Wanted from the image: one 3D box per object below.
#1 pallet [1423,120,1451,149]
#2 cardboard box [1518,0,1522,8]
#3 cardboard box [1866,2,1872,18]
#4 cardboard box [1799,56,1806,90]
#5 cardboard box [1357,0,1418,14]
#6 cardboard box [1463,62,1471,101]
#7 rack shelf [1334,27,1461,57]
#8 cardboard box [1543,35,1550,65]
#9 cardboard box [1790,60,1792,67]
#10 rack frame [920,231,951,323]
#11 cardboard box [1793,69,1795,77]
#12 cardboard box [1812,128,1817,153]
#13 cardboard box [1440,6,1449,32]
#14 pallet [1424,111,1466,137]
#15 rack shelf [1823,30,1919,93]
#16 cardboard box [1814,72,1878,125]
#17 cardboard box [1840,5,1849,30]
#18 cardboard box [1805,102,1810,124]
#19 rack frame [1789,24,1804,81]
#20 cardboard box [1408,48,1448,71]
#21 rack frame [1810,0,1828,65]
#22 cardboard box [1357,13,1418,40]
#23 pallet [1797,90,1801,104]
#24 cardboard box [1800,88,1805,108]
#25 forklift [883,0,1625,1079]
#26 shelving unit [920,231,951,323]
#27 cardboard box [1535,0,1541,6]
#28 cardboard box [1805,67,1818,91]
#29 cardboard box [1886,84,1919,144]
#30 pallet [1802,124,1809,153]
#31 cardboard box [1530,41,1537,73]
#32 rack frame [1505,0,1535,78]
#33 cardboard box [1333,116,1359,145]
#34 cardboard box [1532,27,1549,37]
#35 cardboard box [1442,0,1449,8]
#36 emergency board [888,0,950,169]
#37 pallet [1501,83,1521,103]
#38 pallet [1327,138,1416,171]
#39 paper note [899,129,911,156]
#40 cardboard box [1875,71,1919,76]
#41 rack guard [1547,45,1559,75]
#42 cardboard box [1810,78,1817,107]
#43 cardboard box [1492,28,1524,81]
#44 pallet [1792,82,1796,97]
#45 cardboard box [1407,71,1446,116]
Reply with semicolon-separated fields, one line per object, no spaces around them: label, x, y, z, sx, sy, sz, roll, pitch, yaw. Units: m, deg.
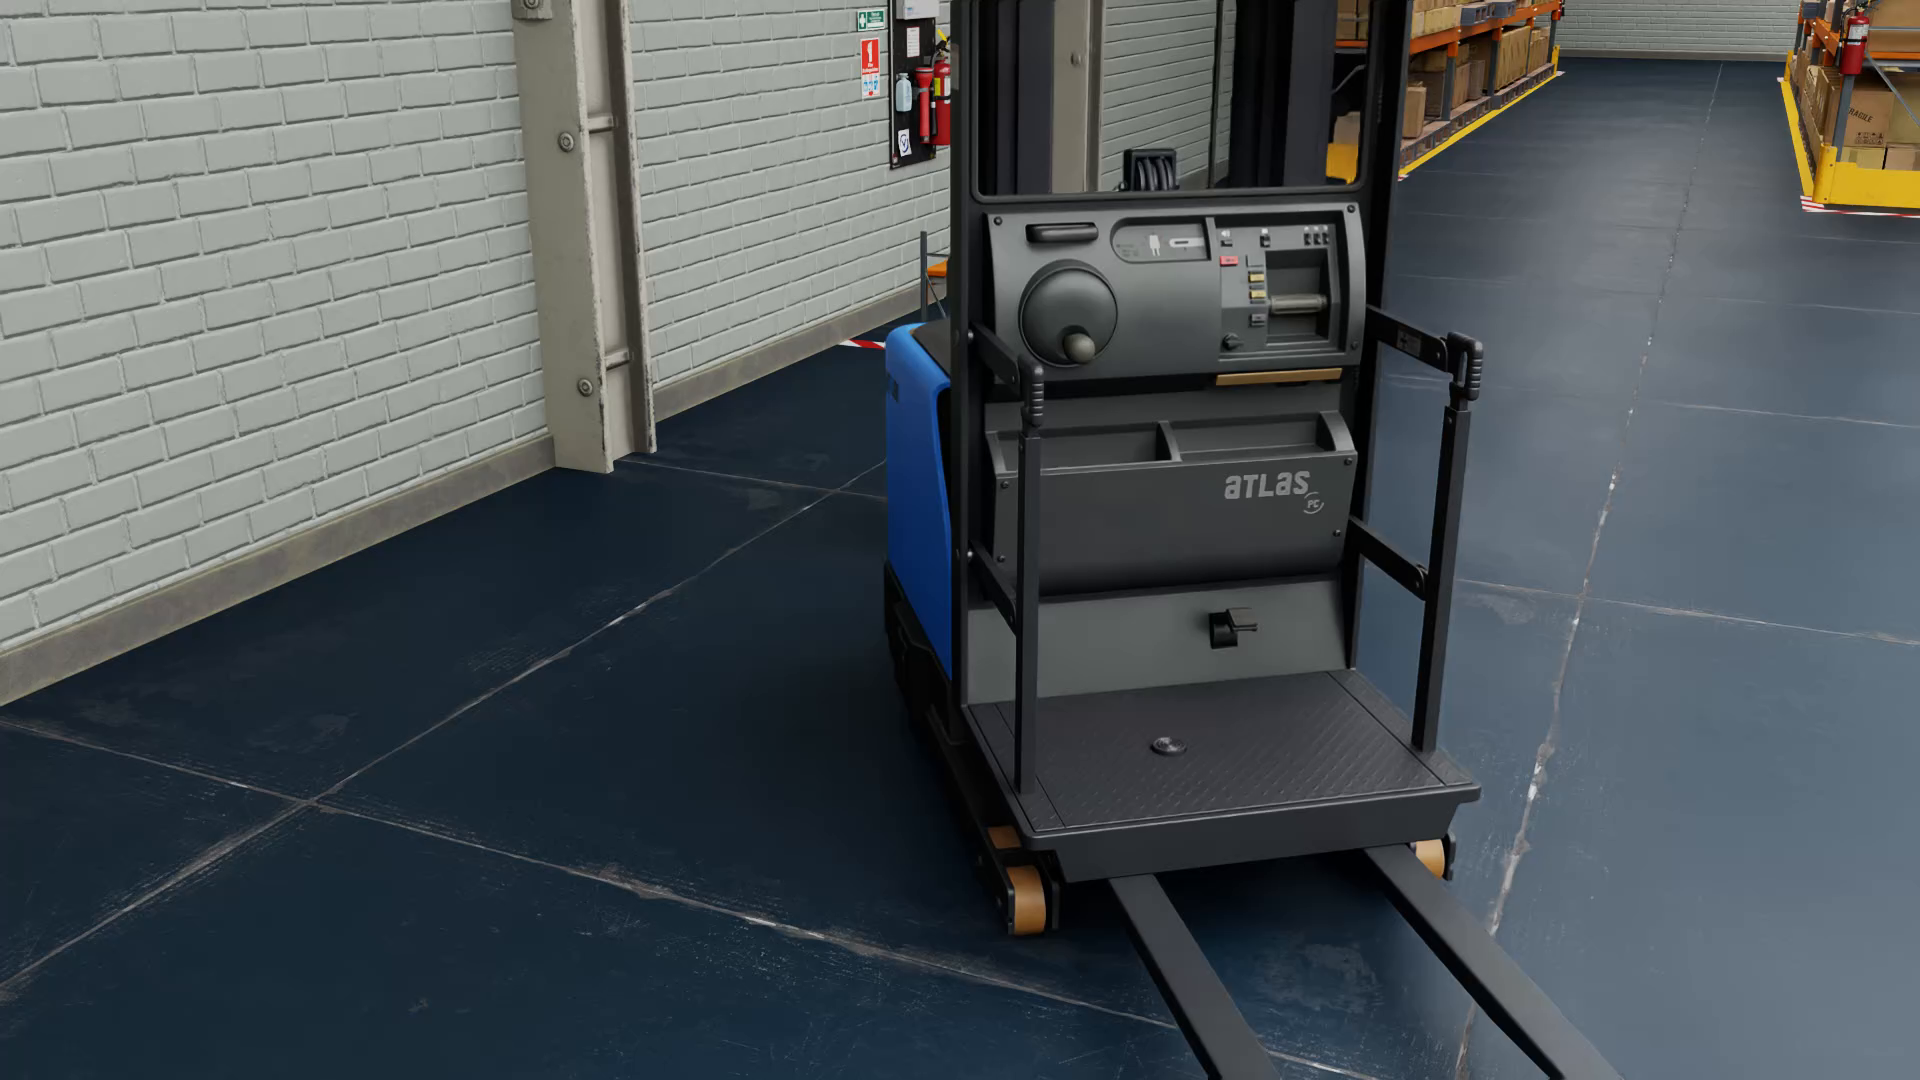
pallet;5.204;-4.820;19.708;1.003;0.211;1.213;9;21;23
cardboard box;8.398;-8.231;25.481;0.380;0.149;0.250;9;21;23
cardboard box;8.743;-4.792;15.318;0.700;0.500;0.500;9;22;24
cardboard box;12.403;-6.710;23.934;0.500;0.500;0.500;9;21;23
cardboard box;4.278;-5.518;16.583;0.500;0.500;0.500;9;21;23
cardboard box;6.520;-6.228;22.578;0.700;0.500;0.500;9;21;23
rack shelf;4.628;-5.394;18.233;1.077;0.370;4.000;9;21;23
cardboard box;10.165;-8.805;29.854;0.700;0.500;0.500;9;21;23
cardboard box;14.294;-8.049;28.197;0.380;0.166;0.250;9;21;23
rack frame;-0.032;-0.541;6.200;0.240;1.200;0.015;9;21;23
cardboard box;13.317;-7.311;26.148;0.380;0.149;0.250;9;21;23
cardboard box;8.883;-4.010;16.744;0.500;0.250;0.500;9;21;23
cardboard box;5.126;-5.790;18.466;0.500;0.250;0.500;8;21;22
pallet;5.764;-5.269;20.968;1.003;0.211;1.213;9;21;23
rack shelf;9.149;-4.715;16.325;1.077;0.370;4.000;9;21;23
cardboard box;9.083;-4.517;17.050;0.500;0.500;0.500;9;21;23
cardboard box;10.160;-5.896;18.772;0.396;0.266;0.258;8;21;21
cardboard box;10.291;-5.045;19.656;0.500;0.250;0.500;9;21;24
rack frame;14.881;-9.334;28.238;1.000;3.000;0.127;9;21;23
cardboard box;5.910;-6.089;21.070;0.500;0.250;0.500;8;21;22
rack frame;11.606;-6.888;21.361;1.000;3.000;0.127;9;21;23
cardboard box;4.298;-5.166;16.712;0.500;0.250;0.500;8;21;21
pallet;12.945;-6.543;24.553;1.003;0.211;1.213;9;21;23
cardboard box;11.123;-5.671;21.415;0.500;0.250;0.500;8;21;23
forklift;0.572;-0.595;3.768;1.130;2.935;3.031;-4;20;-12
shelving unit;0.068;-0.616;6.410;0.258;1.200;0.503;9;21;23
cardboard box;8.960;-9.095;27.118;0.980;0.700;0.700;9;21;24
cardboard box;10.916;-5.773;20.866;0.500;0.311;0.500;8;21;21
cardboard box;8.955;-3.985;15.555;0.500;0.500;0.500;9;21;23
pallet;10.234;-4.582;19.039;1.003;0.211;1.213;9;21;23
cardboard box;9.331;-8.178;28.090;0.700;0.500;0.500;8;21;22
rack frame;8.723;-8.790;26.708;1.000;3.000;0.127;9;21;23
cardboard box;4.174;-4.261;17.330;0.500;0.311;0.500;6;20;17
cardboard box;10.175;-8.968;29.345;0.380;0.149;0.250;9;22;24
cardboard box;5.120;-6.143;18.342;0.500;0.500;0.500;8;21;21
emergency board;-0.197;-2.870;10.061;0.194;1.169;0.643;9;21;23
pallet;7.977;-6.855;25.430;1.003;0.211;1.213;9;21;23
pallet;4.205;-4.074;17.610;1.003;0.211;1.213;9;21;23
paper note;-0.333;-2.410;10.083;0.016;0.148;0.142;9;21;23
cardboard box;9.762;-4.598;17.280;0.500;0.500;0.500;9;21;23
rack guard;10.371;-8.842;30.586;1.175;0.500;0.348;9;21;23
cardboard box;10.079;-5.155;19.128;0.500;0.311;0.500;9;22;24
cardboard box;8.214;-7.486;25.624;0.750;0.750;0.750;9;22;24
pallet;13.526;-7.007;25.857;1.003;0.211;1.213;9;21;23
cardboard box;5.733;-5.601;20.815;0.700;0.500;0.500;9;22;25
